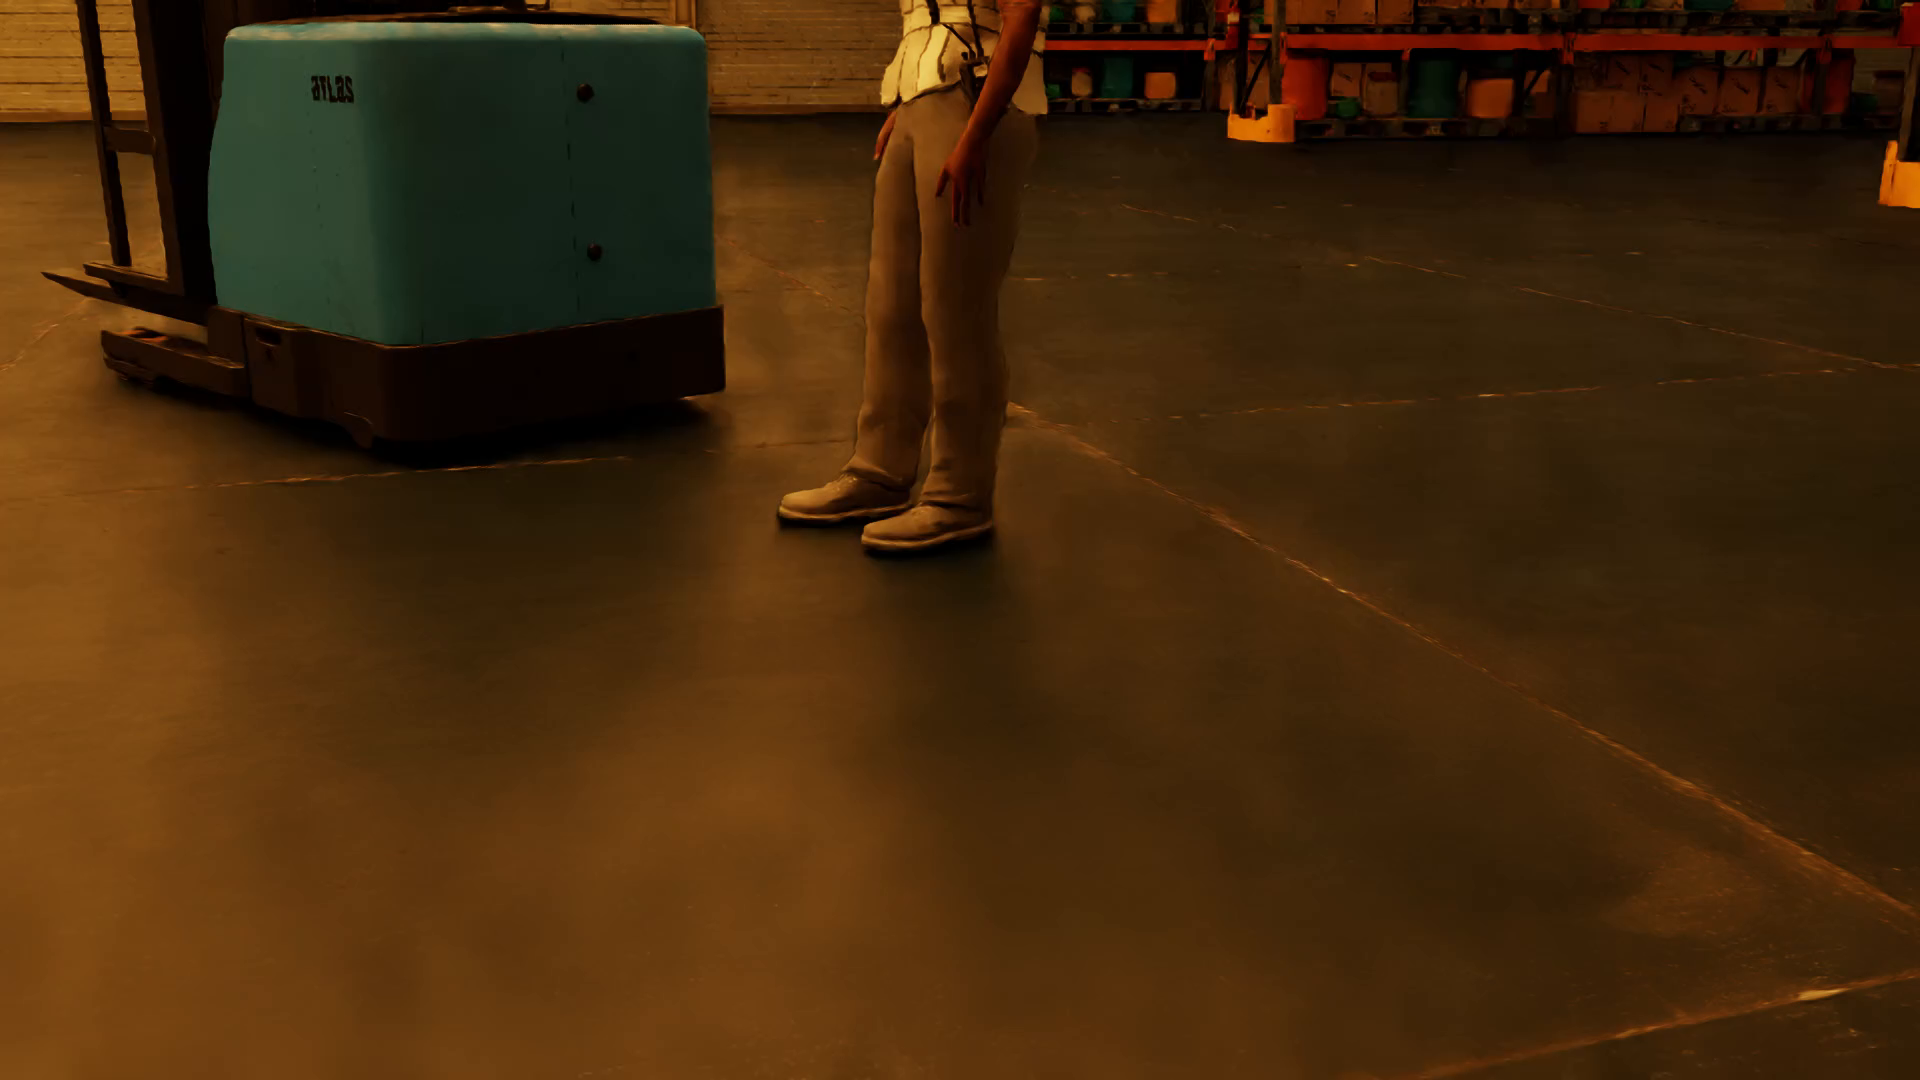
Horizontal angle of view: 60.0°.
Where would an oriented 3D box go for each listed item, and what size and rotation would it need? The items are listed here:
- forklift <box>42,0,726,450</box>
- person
[{"bbox_3d":[-2.092,-1.967,5.074,3.031,2.935,1.130,15,22,42],"label":"forklift"},{"bbox_3d":[-0.077,-0.819,3.322,0.530,1.695,0.570,-5,17,-17],"label":"person"}]
